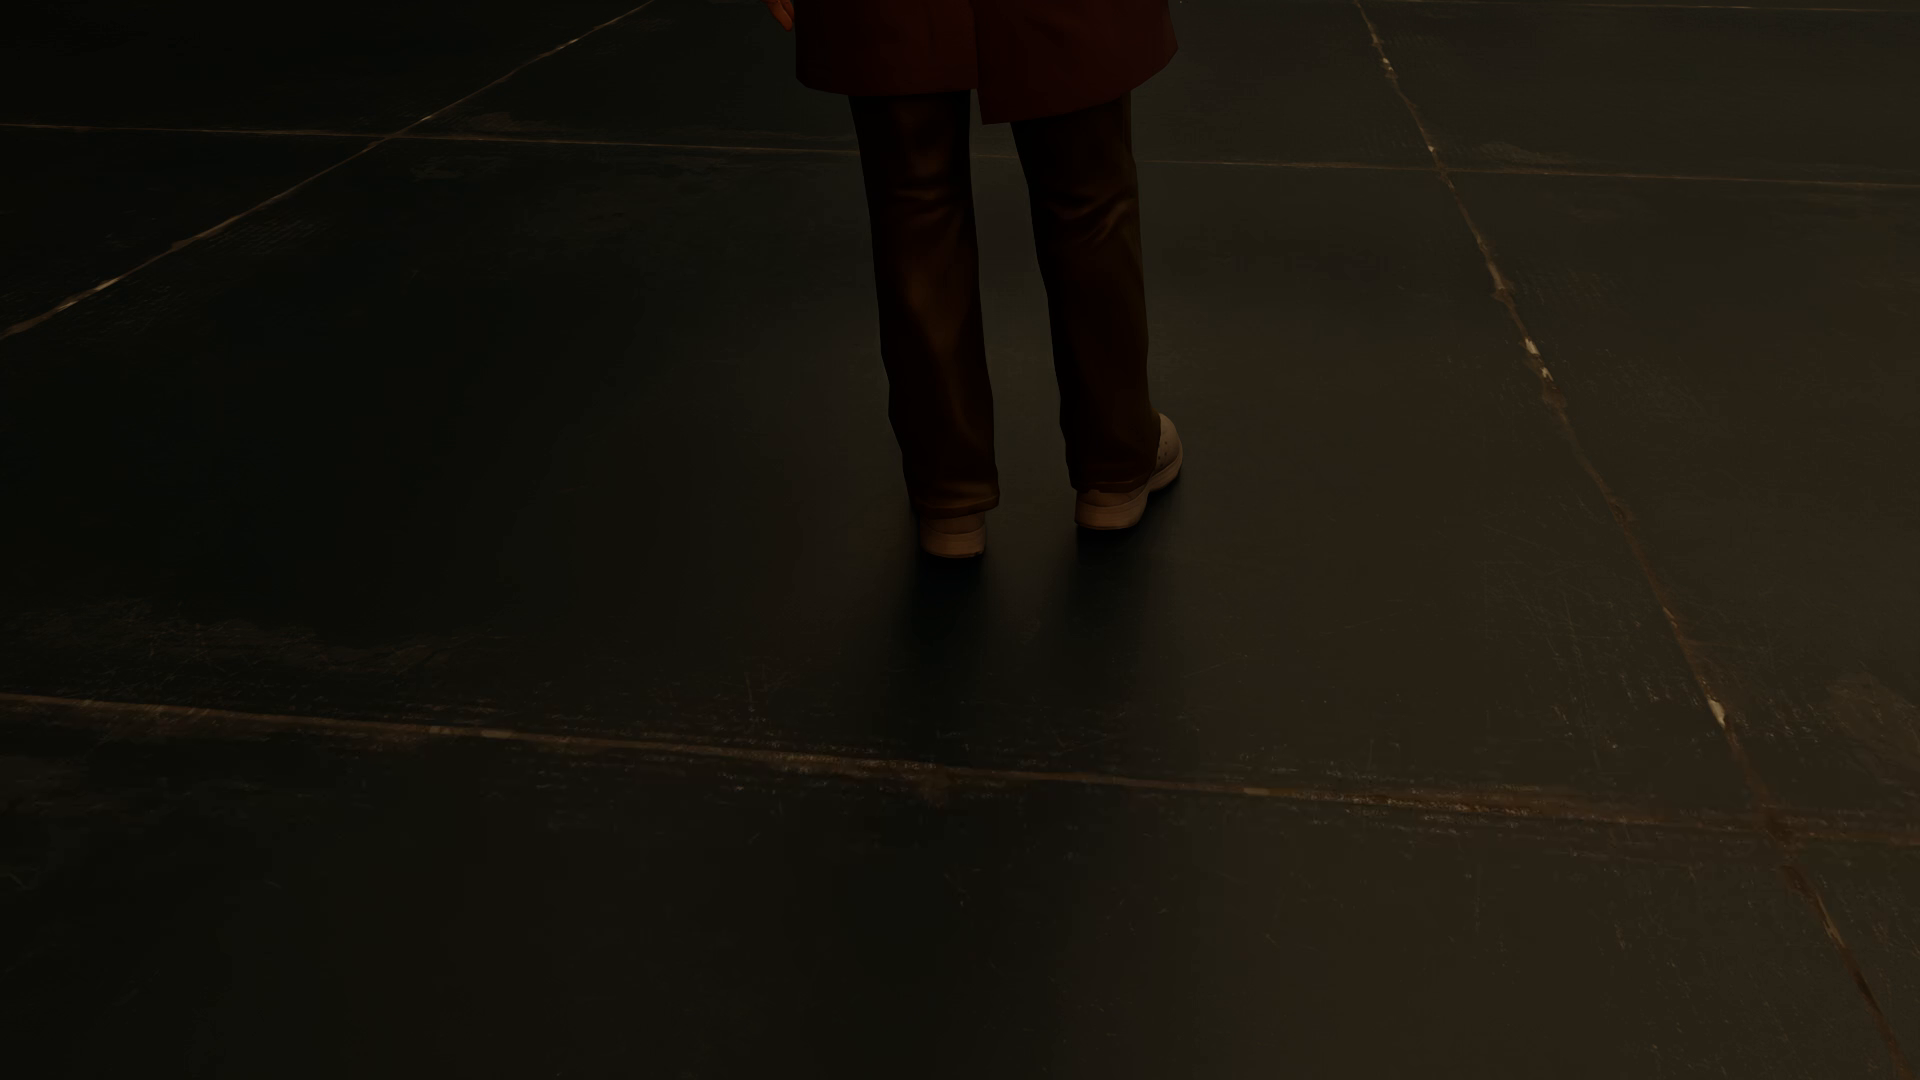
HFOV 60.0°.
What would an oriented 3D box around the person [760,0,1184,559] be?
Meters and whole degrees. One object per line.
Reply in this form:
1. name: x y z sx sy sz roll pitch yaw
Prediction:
1. person: 0.017 -0.842 2.180 0.696 1.775 0.582 3 27 7
